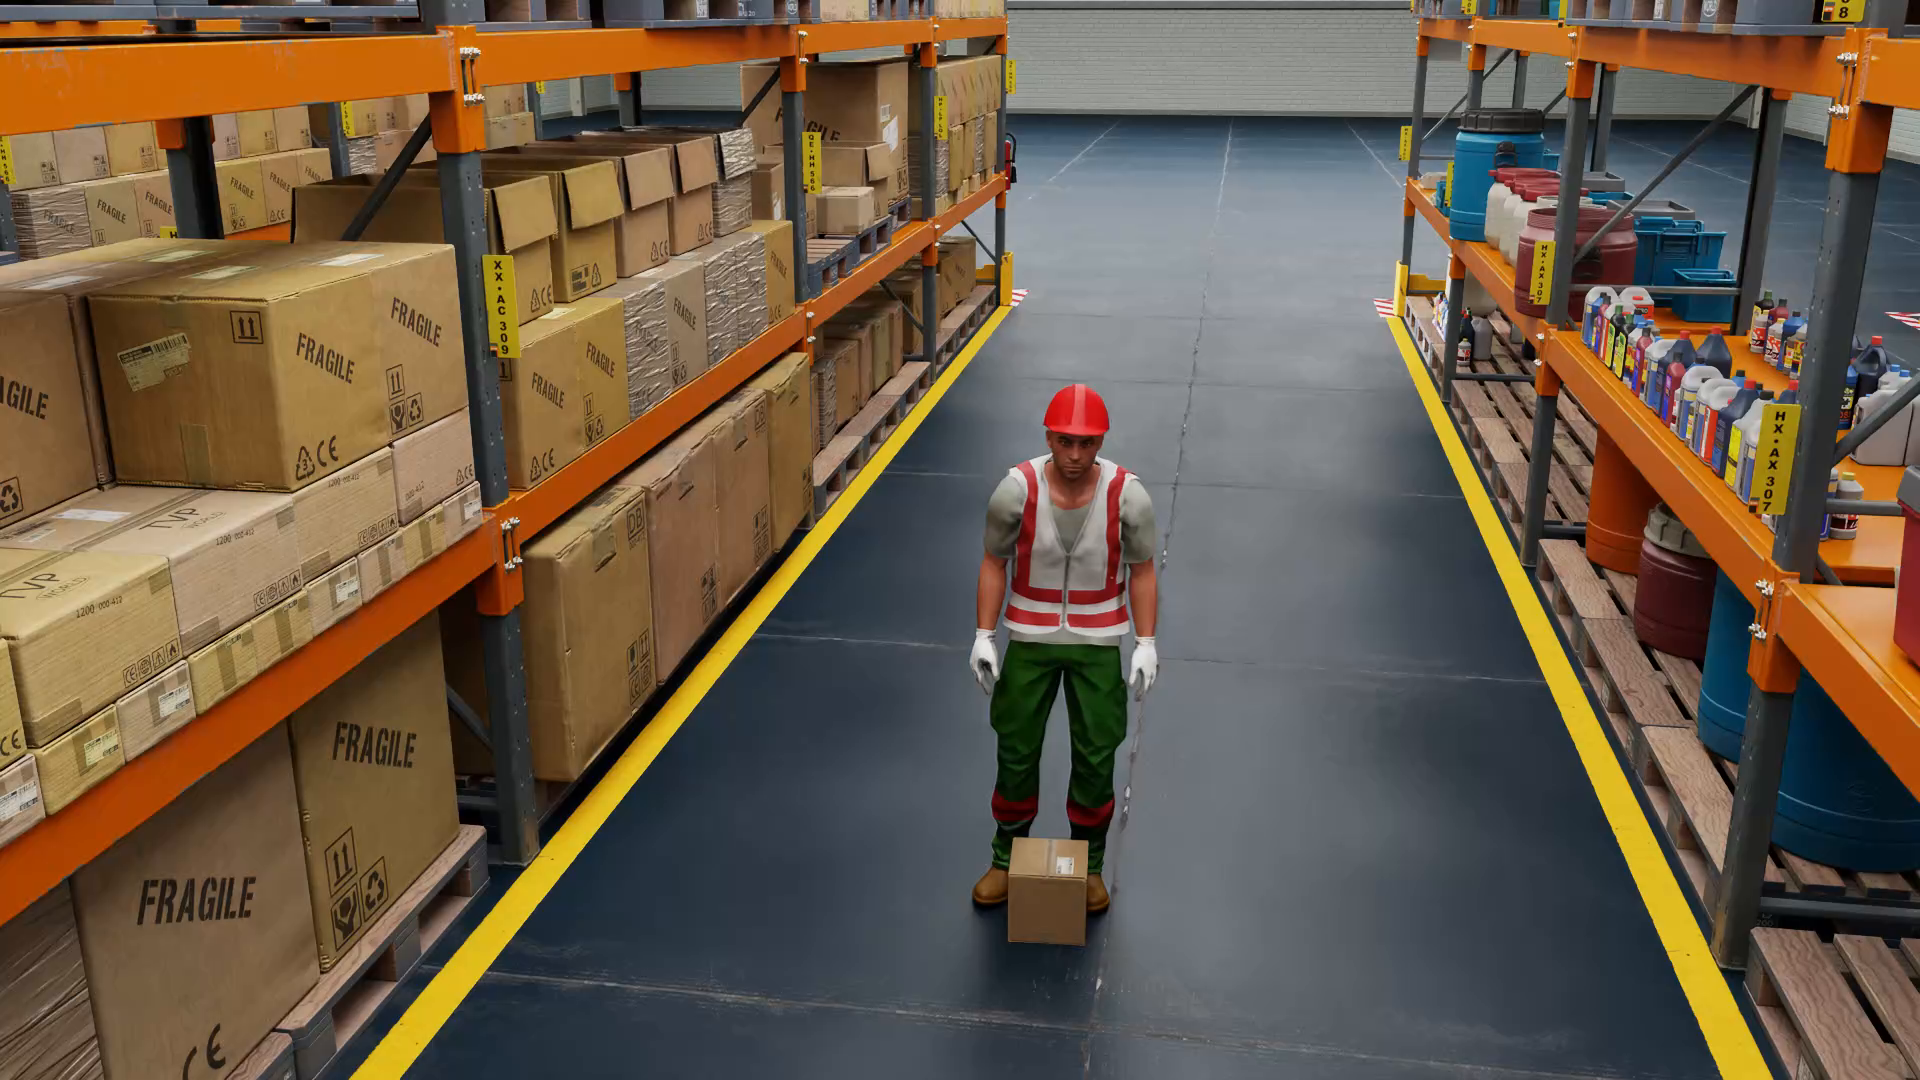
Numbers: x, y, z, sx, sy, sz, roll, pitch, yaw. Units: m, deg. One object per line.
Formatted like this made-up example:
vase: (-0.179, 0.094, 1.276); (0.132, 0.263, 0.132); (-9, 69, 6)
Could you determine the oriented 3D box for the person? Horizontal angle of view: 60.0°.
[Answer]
person: (0.342, 0.354, 5.418); (0.619, 1.779, 0.449); (2, 18, 6)
